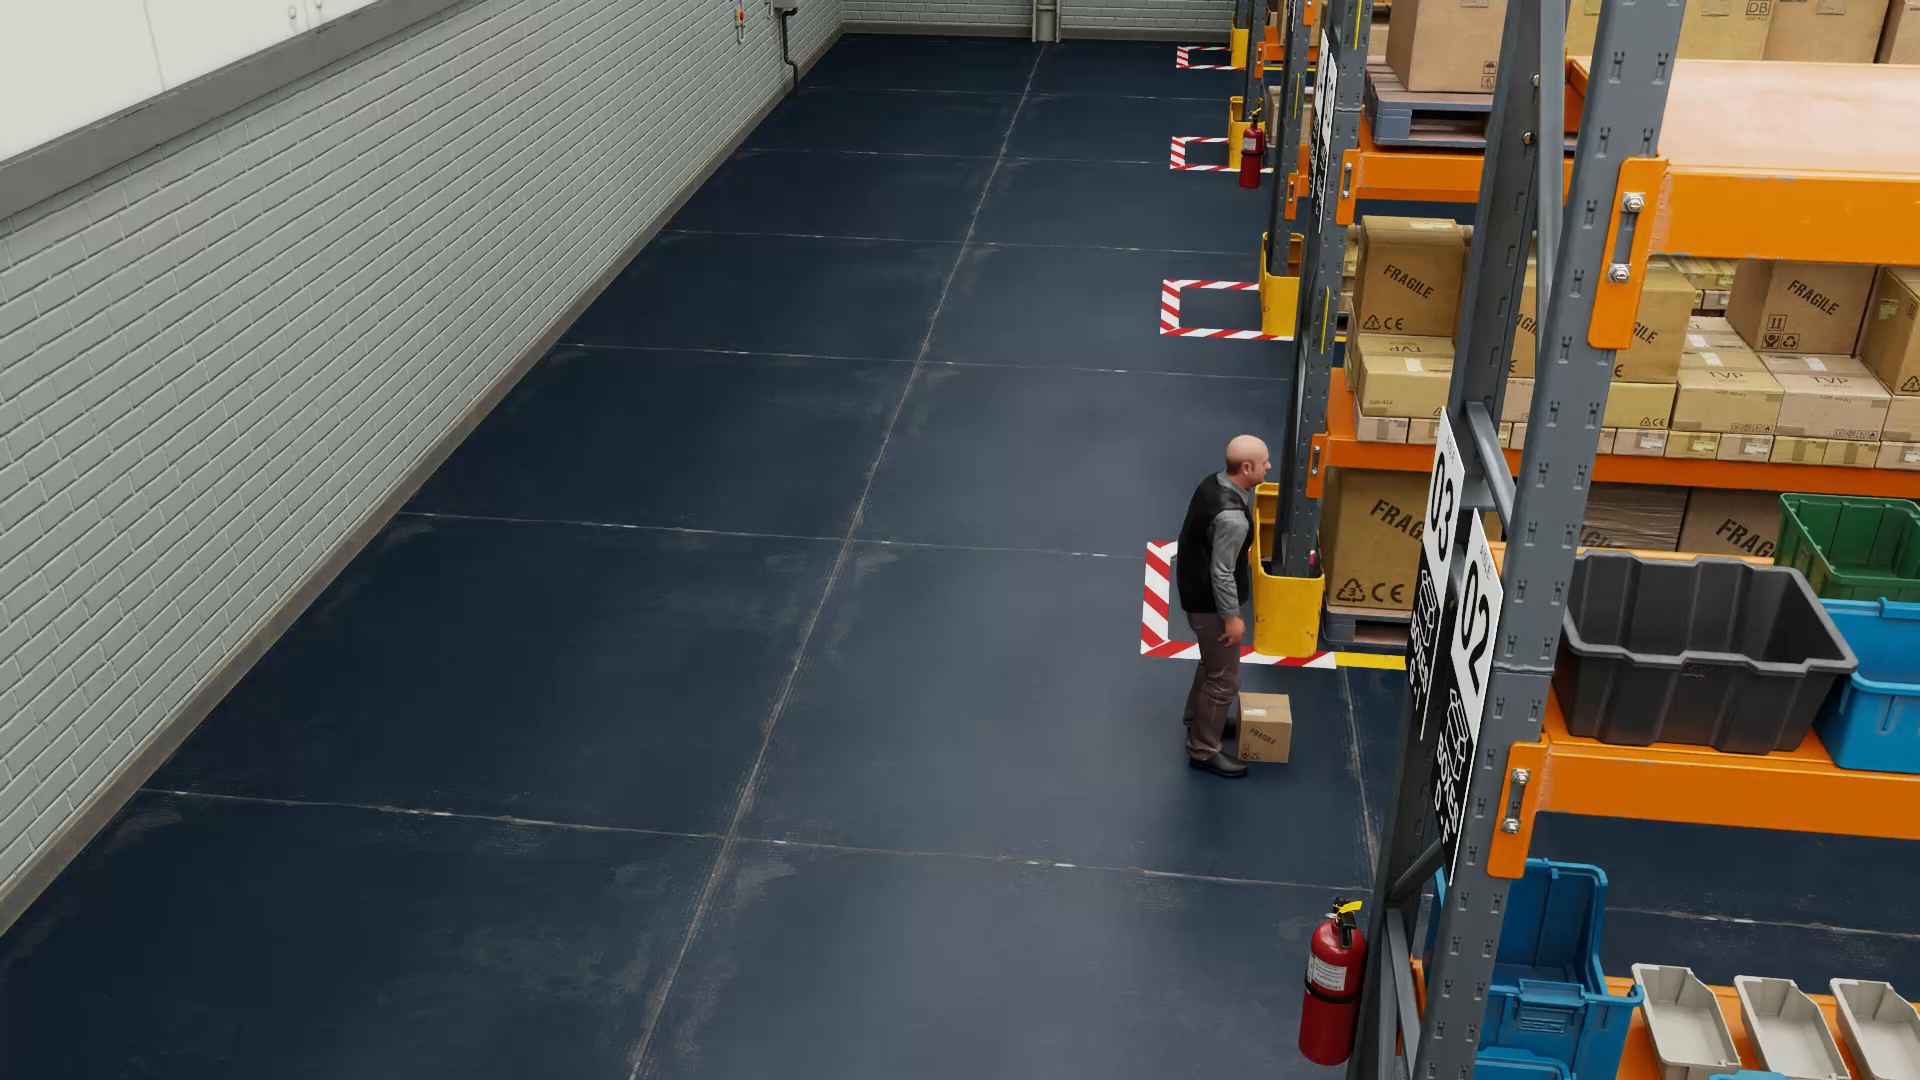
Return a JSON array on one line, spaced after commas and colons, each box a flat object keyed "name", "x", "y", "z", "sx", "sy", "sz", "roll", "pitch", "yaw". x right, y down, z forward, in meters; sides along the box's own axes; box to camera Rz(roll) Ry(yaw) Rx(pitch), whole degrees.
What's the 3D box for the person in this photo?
[{"name": "person", "x": 1.256, "y": 0.287, "z": 8.113, "sx": 0.421, "sy": 1.720, "sz": 0.592, "roll": 2, "pitch": 28, "yaw": 3}]
